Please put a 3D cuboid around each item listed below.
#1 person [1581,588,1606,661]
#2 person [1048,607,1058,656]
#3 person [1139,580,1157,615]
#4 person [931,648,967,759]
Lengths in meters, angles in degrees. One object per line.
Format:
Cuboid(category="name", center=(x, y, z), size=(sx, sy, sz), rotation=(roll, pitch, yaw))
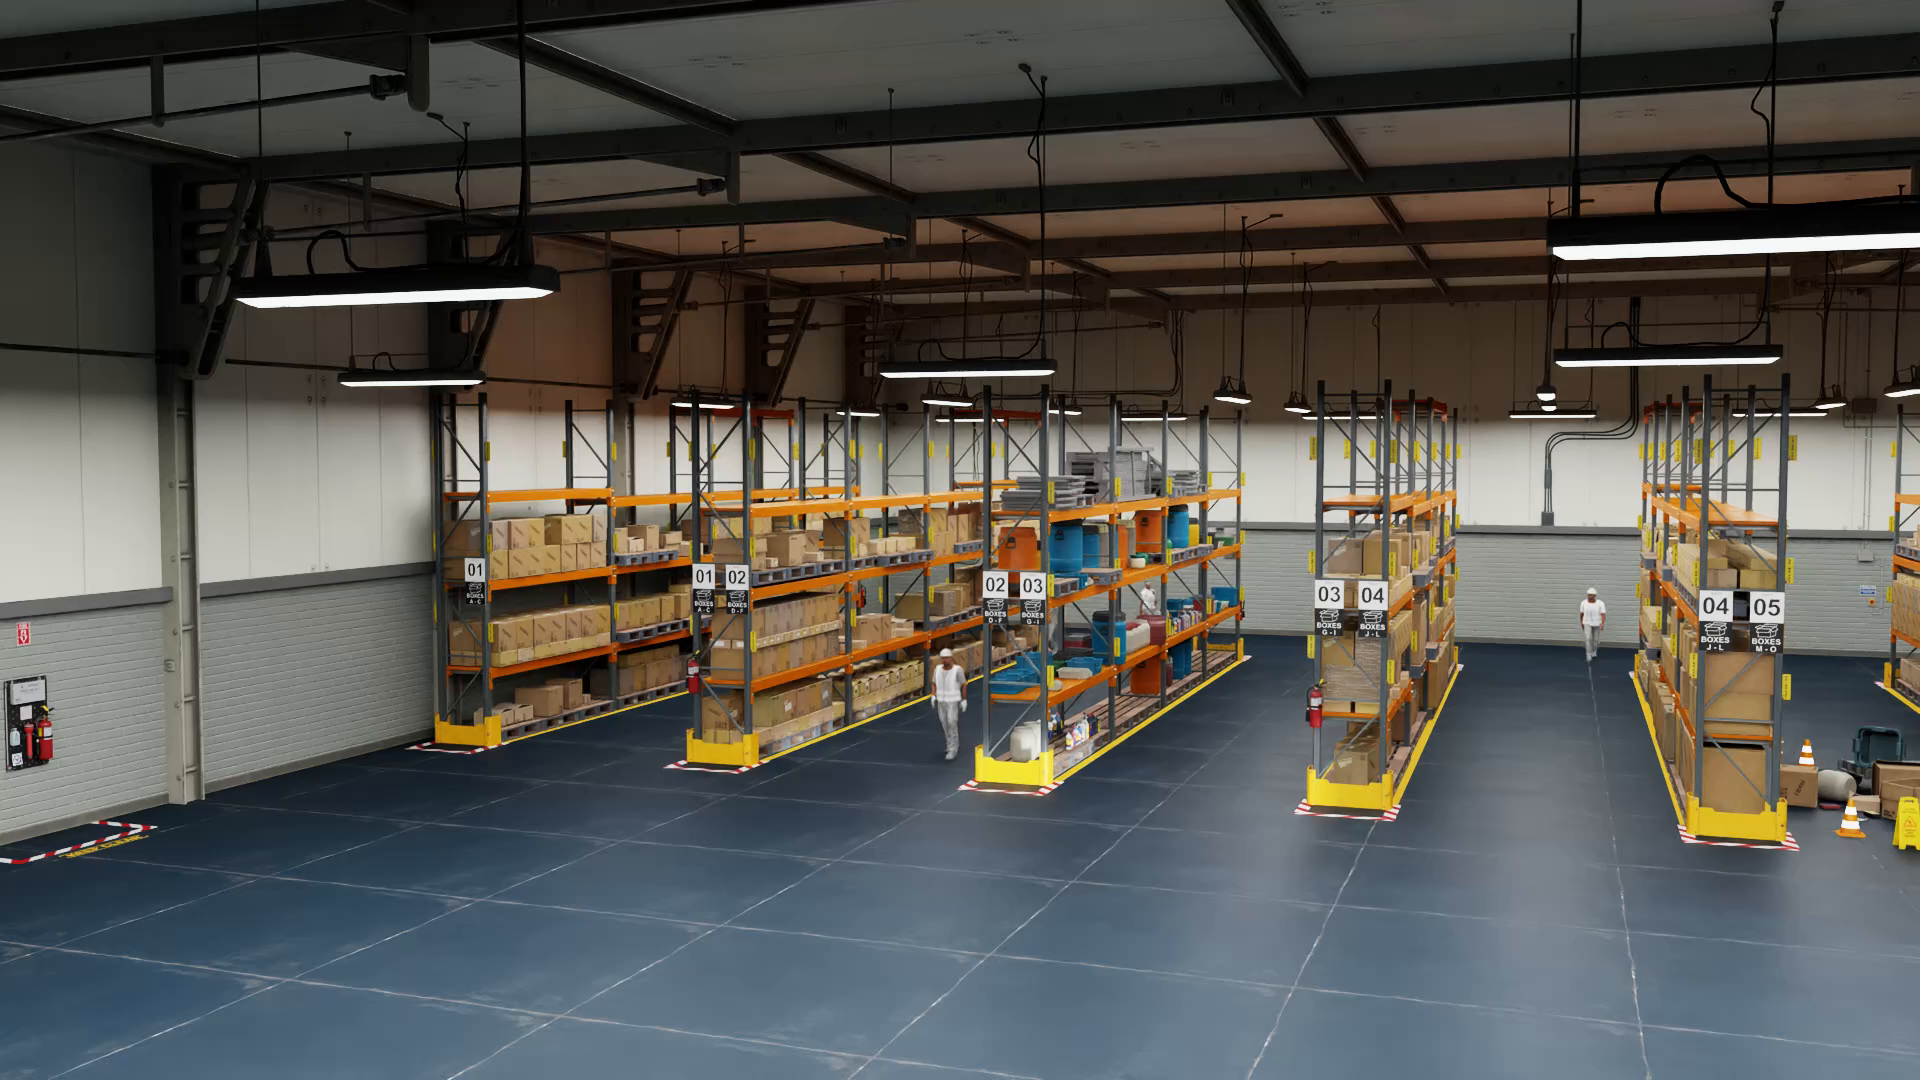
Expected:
Cuboid(category="person", center=(15.156, 2.015, 39.801), size=(0.551, 1.710, 1.081), rotation=(1, 3, 18))
Cuboid(category="person", center=(2.132, 1.970, 39.124), size=(0.600, 1.572, 0.702), rotation=(2, 3, 29))
Cuboid(category="person", center=(5.106, 1.841, 44.762), size=(0.429, 1.562, 1.042), rotation=(-2, 4, -37))
Cuboid(category="person", center=(-0.209, 2.661, 27.288), size=(0.638, 1.748, 0.860), rotation=(2, 4, 32))
